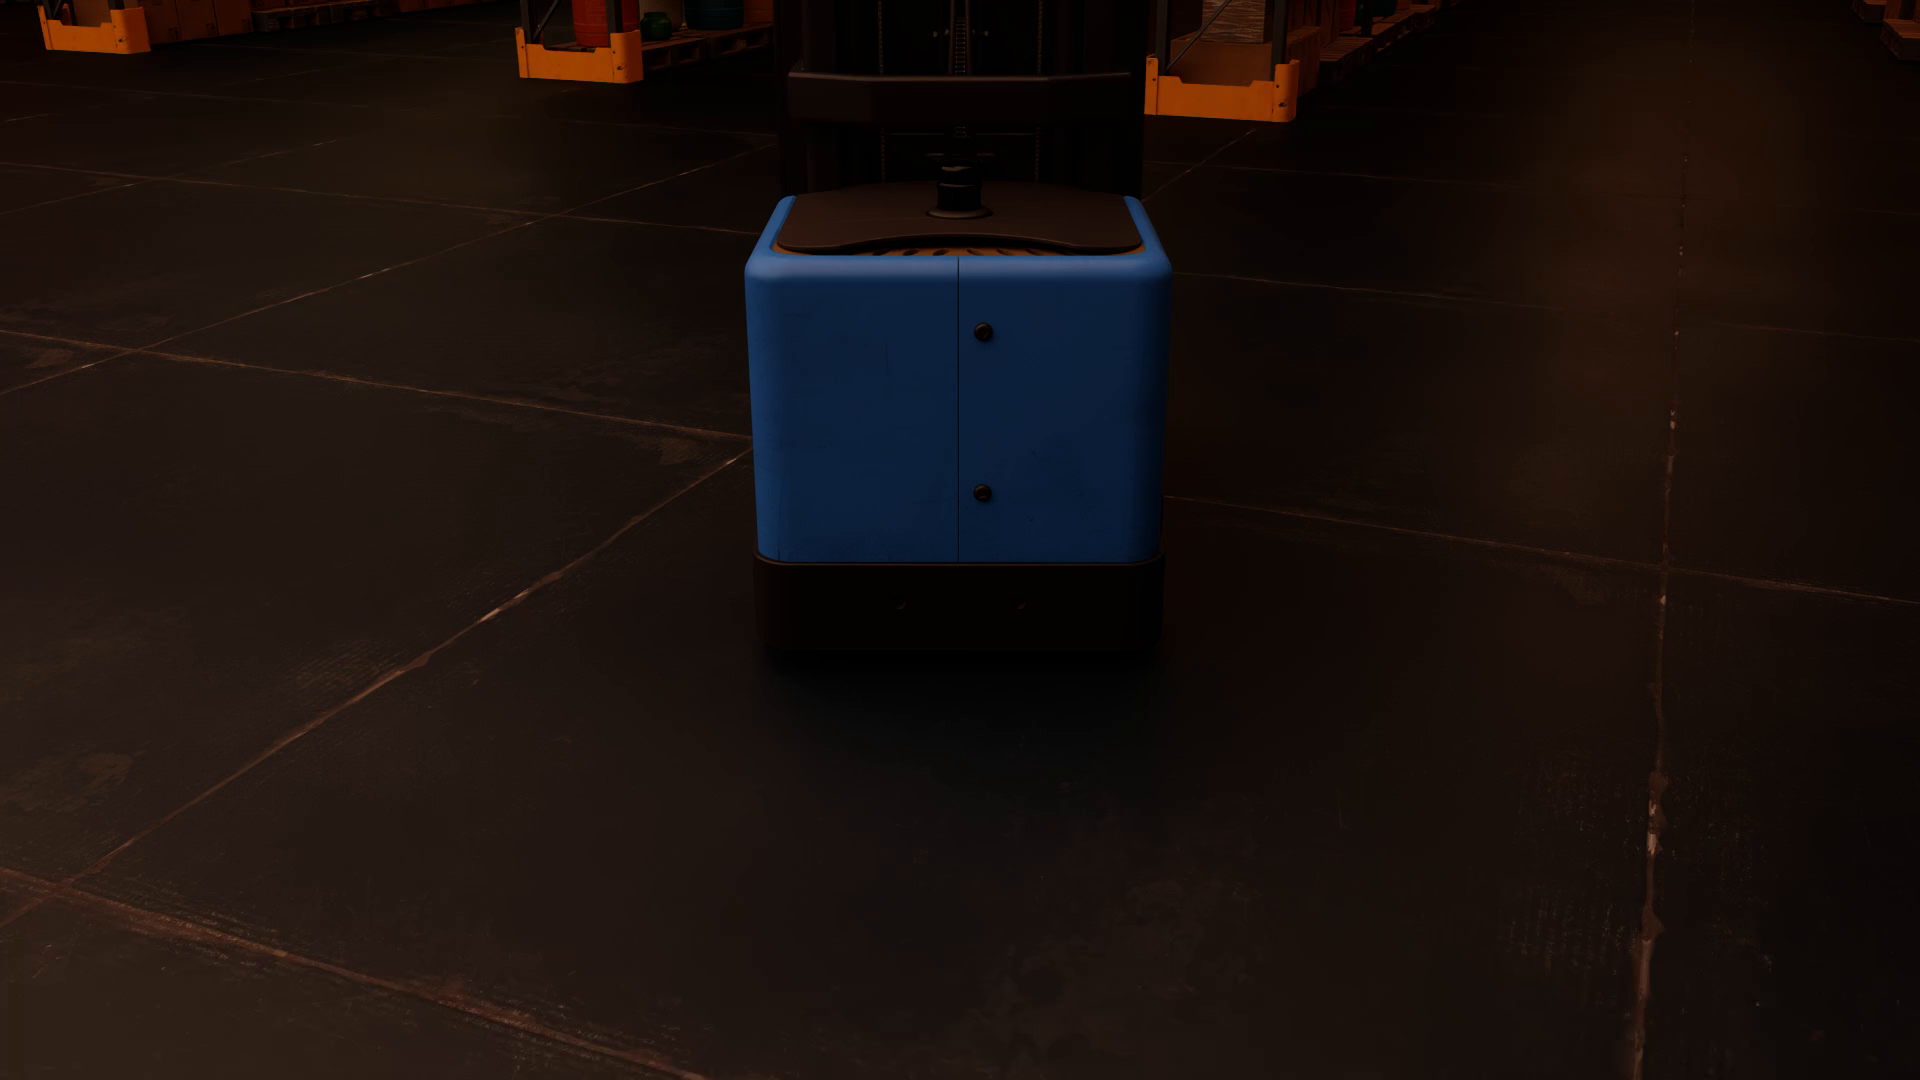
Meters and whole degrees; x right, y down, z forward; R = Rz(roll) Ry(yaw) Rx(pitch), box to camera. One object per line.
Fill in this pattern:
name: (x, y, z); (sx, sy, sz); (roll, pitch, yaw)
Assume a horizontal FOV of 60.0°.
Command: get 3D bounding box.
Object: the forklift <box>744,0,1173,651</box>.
forklift: (0.002, -1.587, 5.089); (1.130, 2.935, 3.031); (0, 23, 0)
